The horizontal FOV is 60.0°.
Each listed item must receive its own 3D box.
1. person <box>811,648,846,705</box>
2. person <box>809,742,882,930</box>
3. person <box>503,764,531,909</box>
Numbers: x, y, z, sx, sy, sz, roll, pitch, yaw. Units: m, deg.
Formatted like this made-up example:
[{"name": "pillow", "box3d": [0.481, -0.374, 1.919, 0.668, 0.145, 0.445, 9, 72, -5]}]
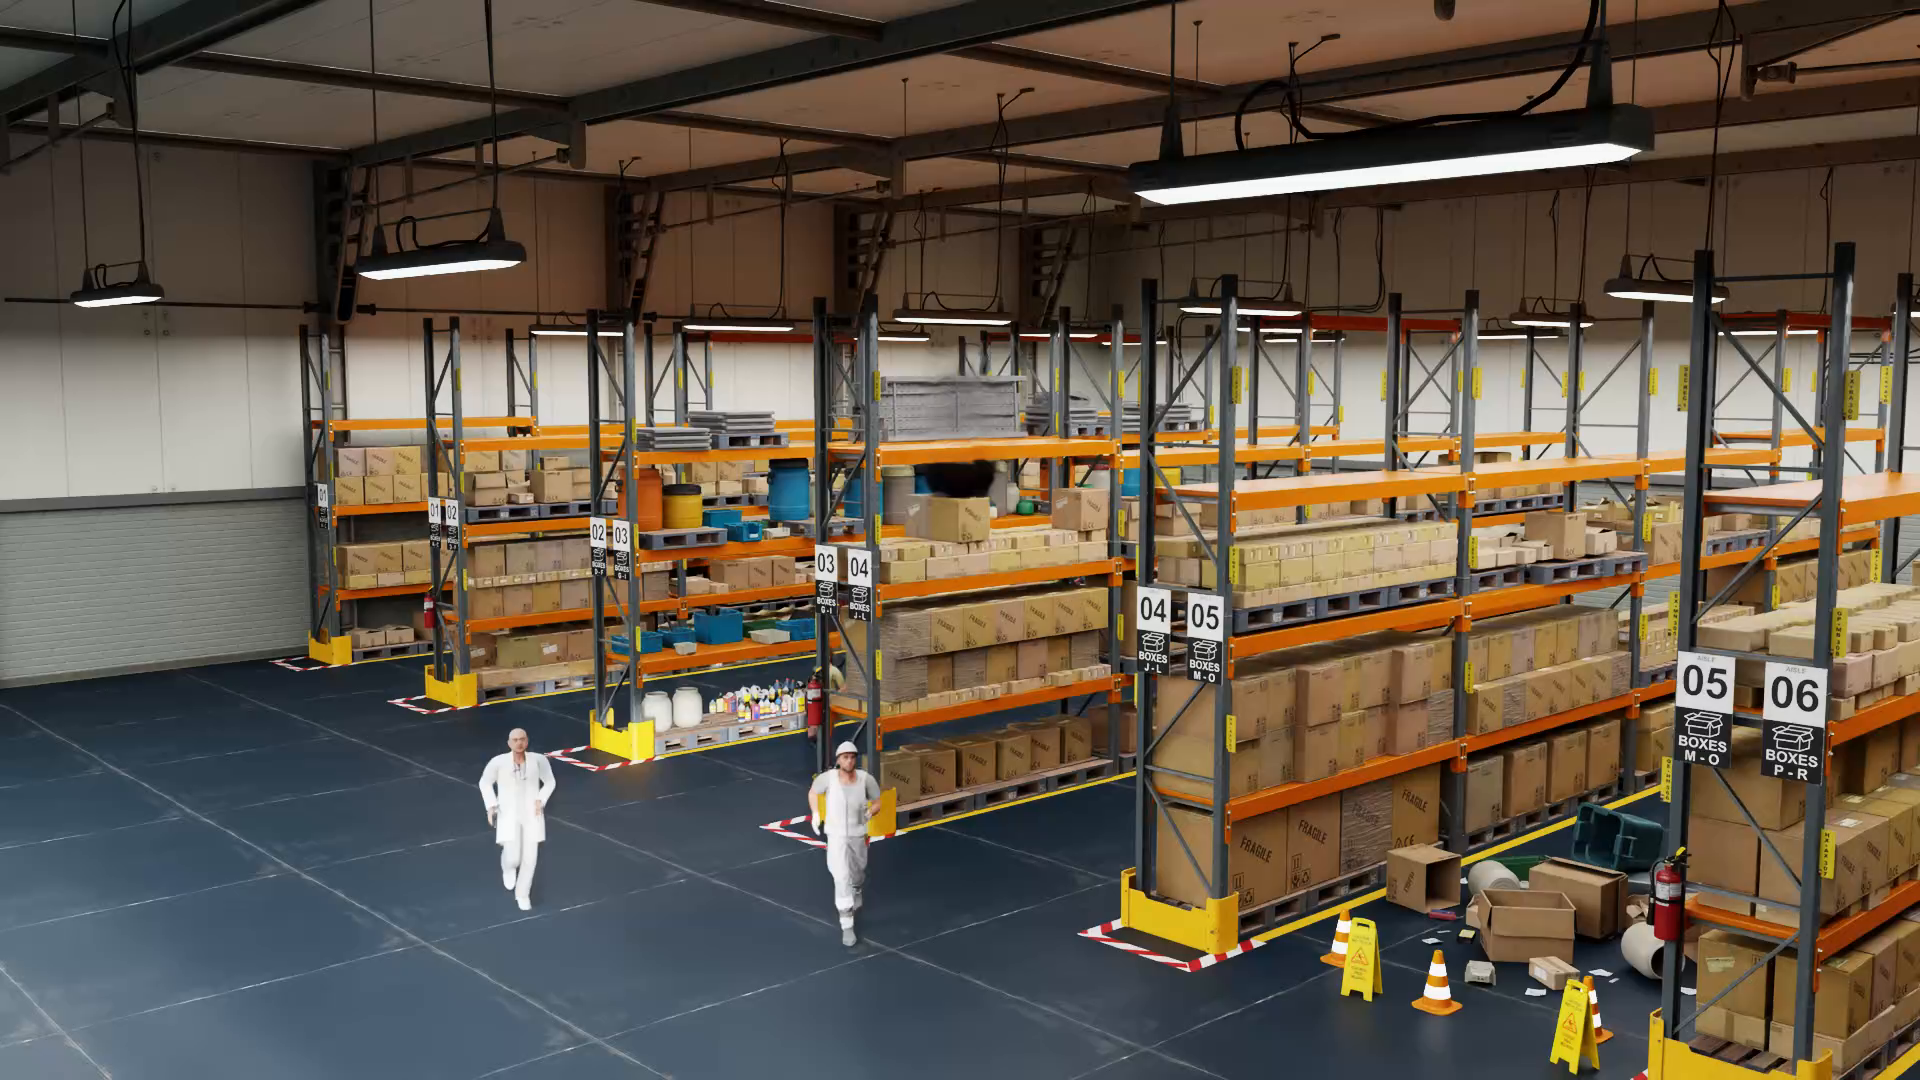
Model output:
[{"name": "person", "box3d": [-1.765, 1.791, 21.466, 0.570, 0.838, 0.467, 3, 6, 26]}, {"name": "person", "box3d": [-1.057, 2.679, 15.362, 0.668, 1.702, 0.879, -1, 6, -9]}, {"name": "person", "box3d": [-4.300, 2.855, 16.105, 0.228, 1.414, 0.377, -2, 6, -20]}]
